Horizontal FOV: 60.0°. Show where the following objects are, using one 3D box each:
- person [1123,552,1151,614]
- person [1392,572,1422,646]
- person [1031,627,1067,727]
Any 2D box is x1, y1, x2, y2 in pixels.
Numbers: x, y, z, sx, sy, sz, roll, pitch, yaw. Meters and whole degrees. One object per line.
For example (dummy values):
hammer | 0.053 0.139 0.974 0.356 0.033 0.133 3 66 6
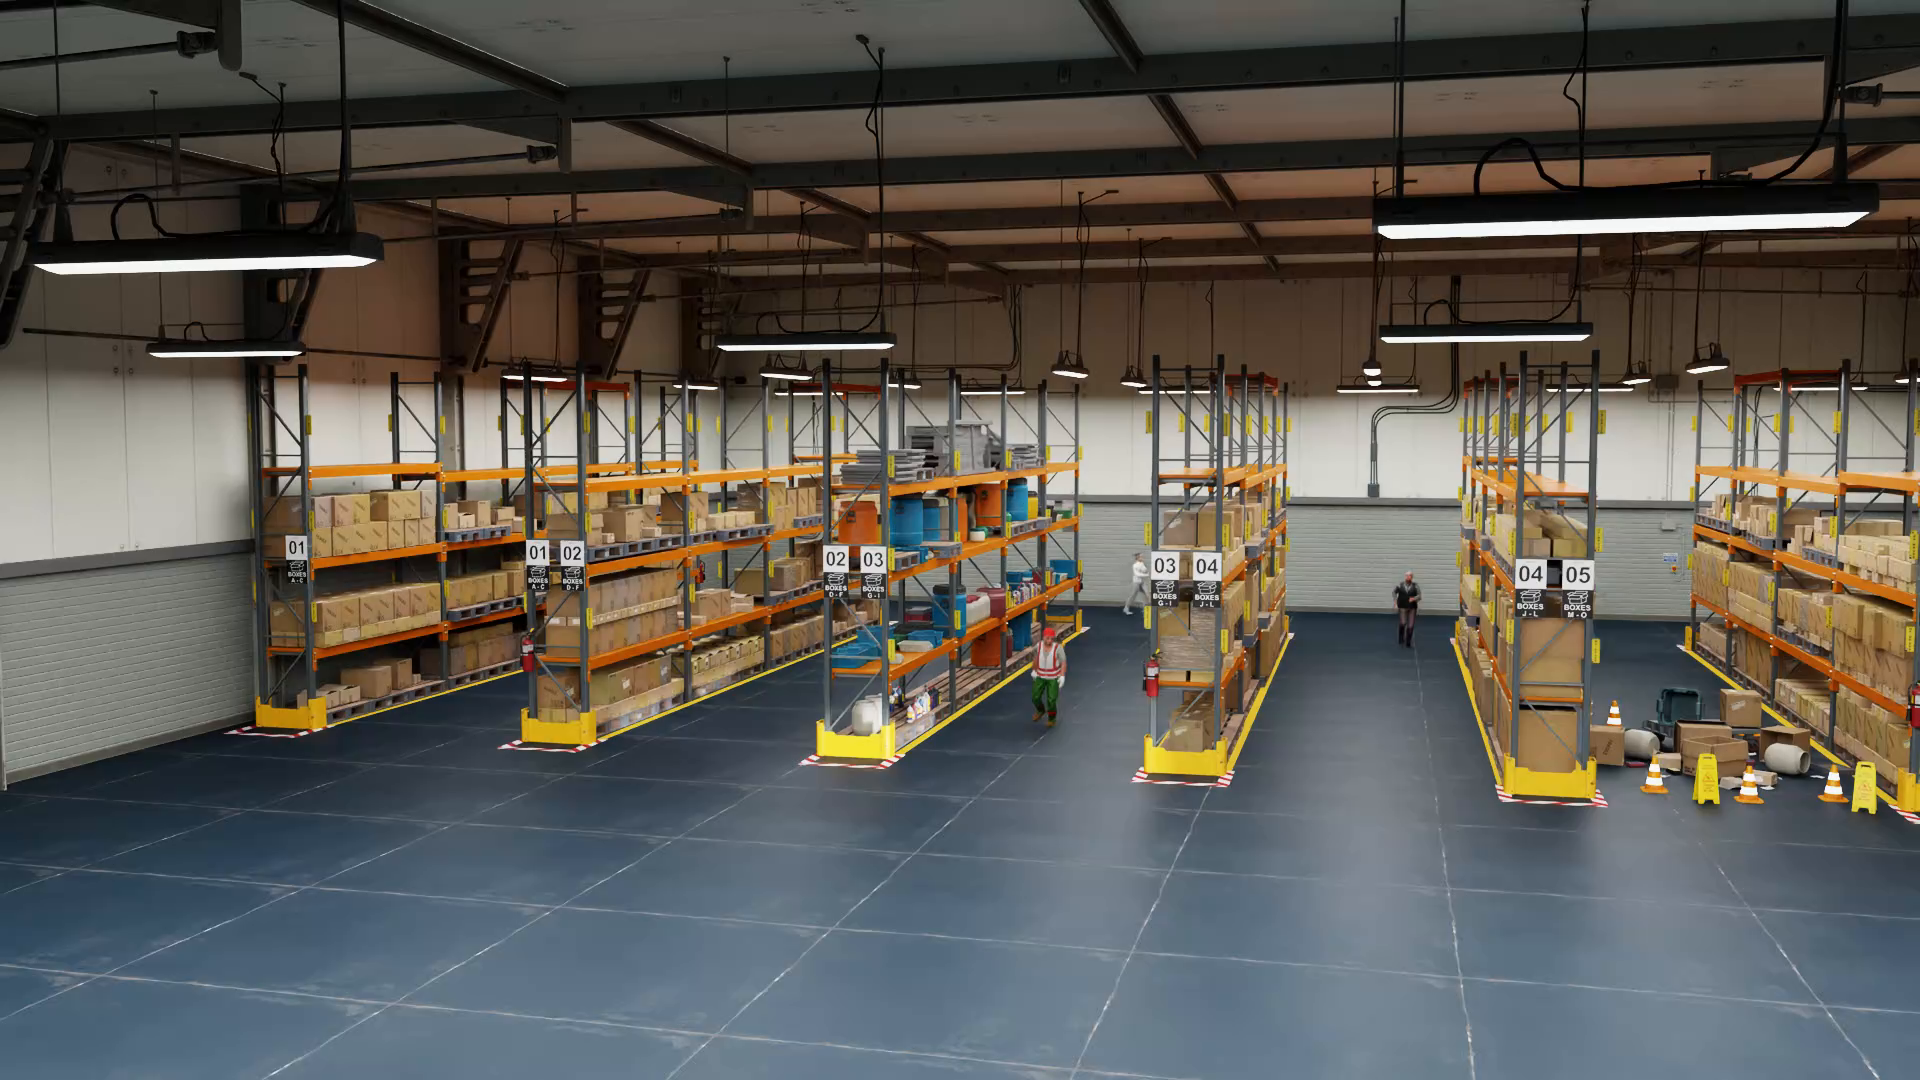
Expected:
person | 4.655 1.167 43.390 0.829 1.746 0.597 3 5 37
person | 10.084 1.556 37.498 0.632 1.681 0.649 1 4 10
person | 1.455 2.253 27.412 0.679 1.678 0.688 1 4 19
